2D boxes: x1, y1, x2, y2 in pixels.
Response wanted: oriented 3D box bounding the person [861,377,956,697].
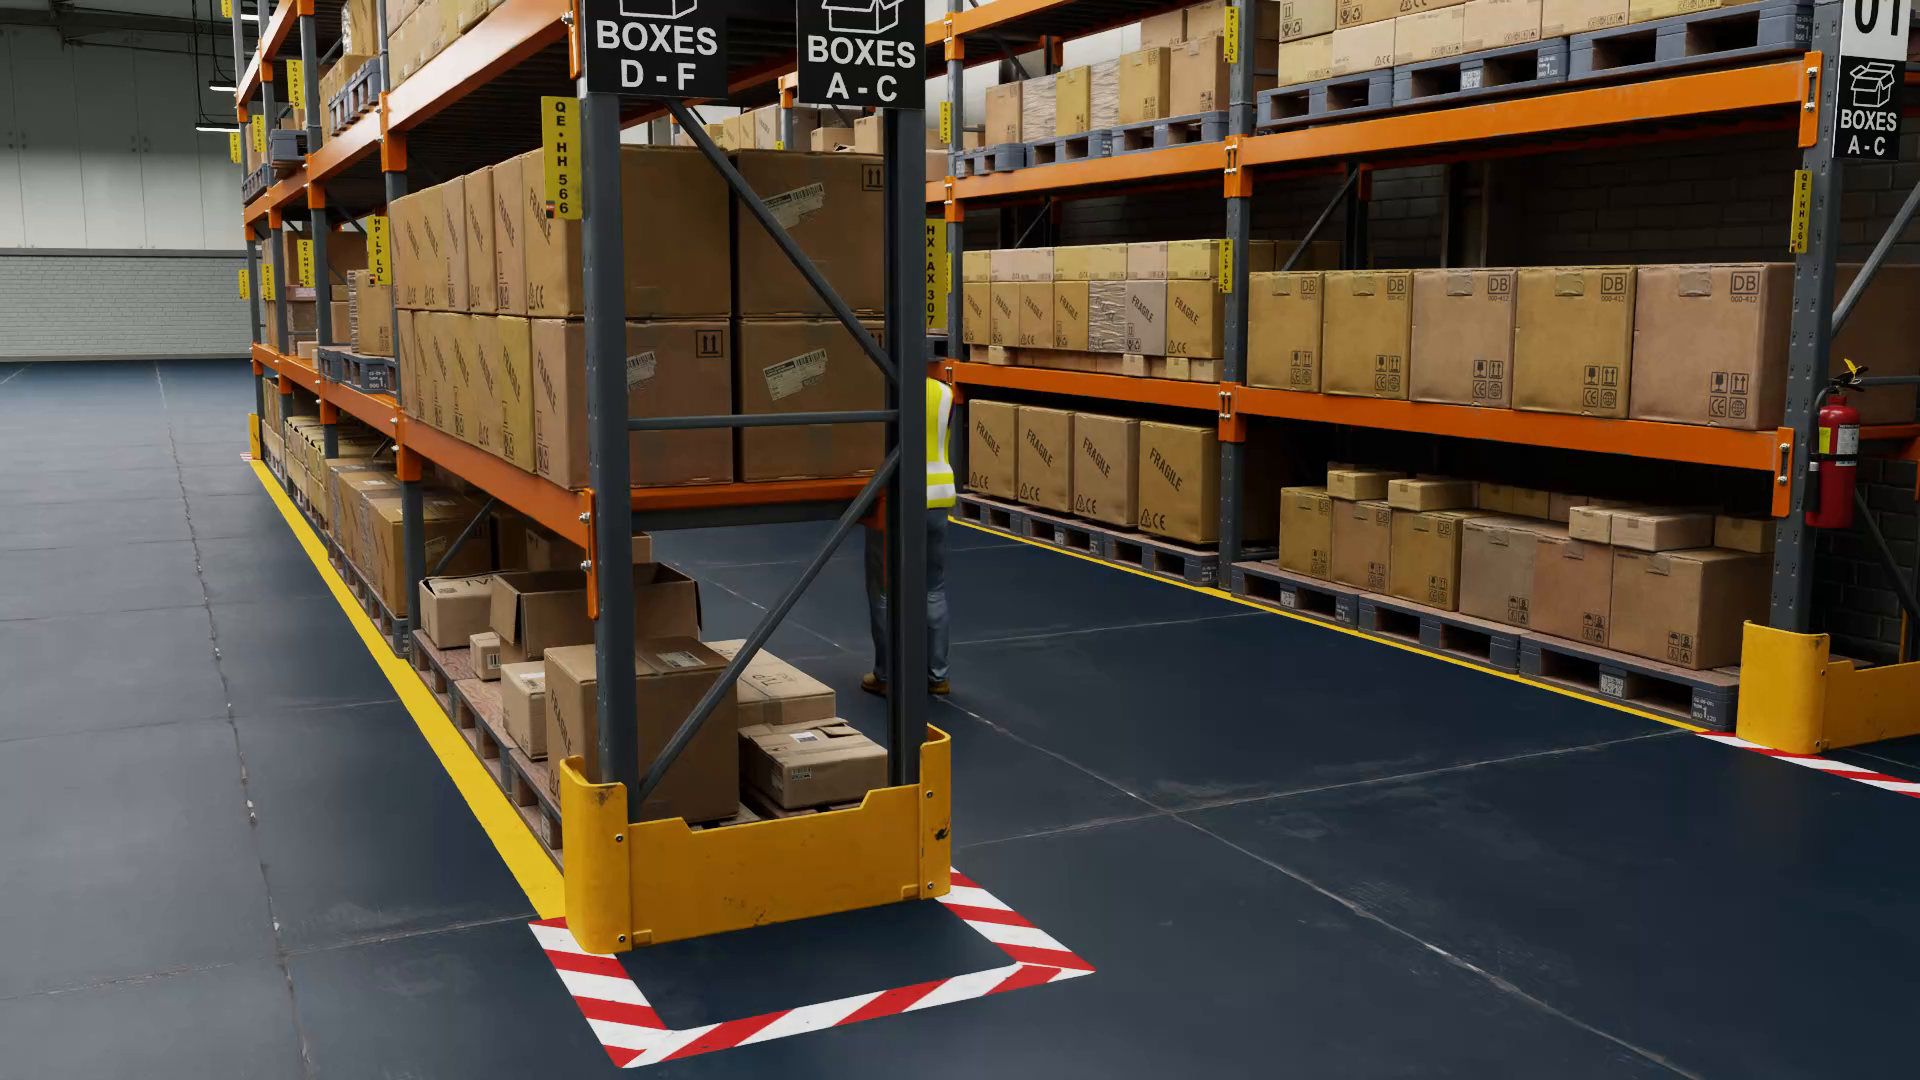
[{"bbox_3d":[-0.299,-0.156,7.843,0.505,1.756,0.575,-4,9,-27],"label":"person"}]
